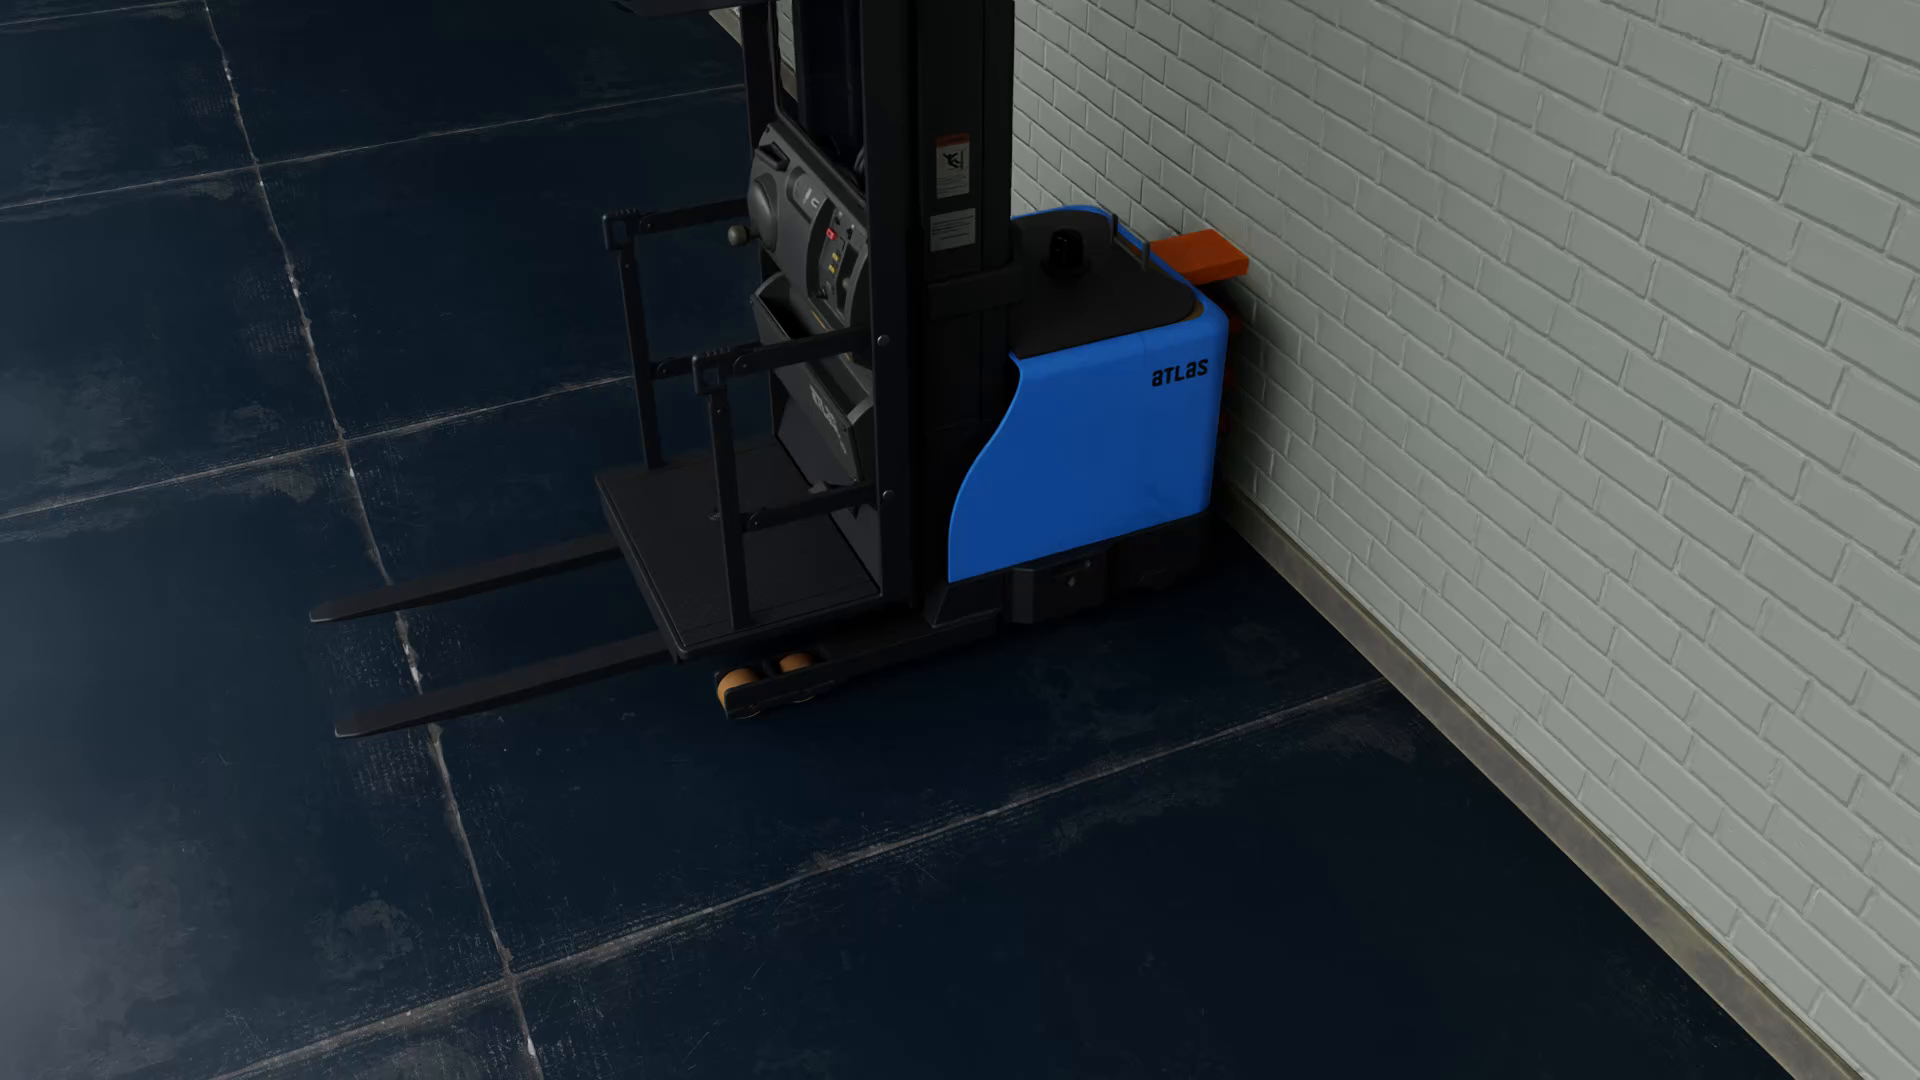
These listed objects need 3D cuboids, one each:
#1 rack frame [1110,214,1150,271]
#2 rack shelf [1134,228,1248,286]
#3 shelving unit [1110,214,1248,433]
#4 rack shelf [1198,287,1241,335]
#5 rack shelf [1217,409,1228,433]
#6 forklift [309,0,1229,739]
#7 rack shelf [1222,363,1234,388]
[{"bbox_3d":[0.575,-0.583,6.013,0.015,1.200,0.240,-16,41,-20],"label":"rack frame"},{"bbox_3d":[0.799,-0.956,5.855,0.480,0.148,0.258,-16,41,-20],"label":"rack shelf"},{"bbox_3d":[0.796,-0.645,6.096,0.503,1.200,0.258,-16,41,-20],"label":"shelving unit"},{"bbox_3d":[0.797,-0.769,6.000,0.480,0.148,0.258,-16,41,-20],"label":"rack shelf"},{"bbox_3d":[0.795,-0.435,6.258,0.480,0.148,0.258,-16,41,-20],"label":"rack shelf"},{"bbox_3d":[-0.658,-0.950,5.070,3.031,2.935,1.130,-15,39,-19],"label":"forklift"},{"bbox_3d":[0.796,-0.592,6.137,0.480,0.148,0.258,-16,41,-20],"label":"rack shelf"}]
